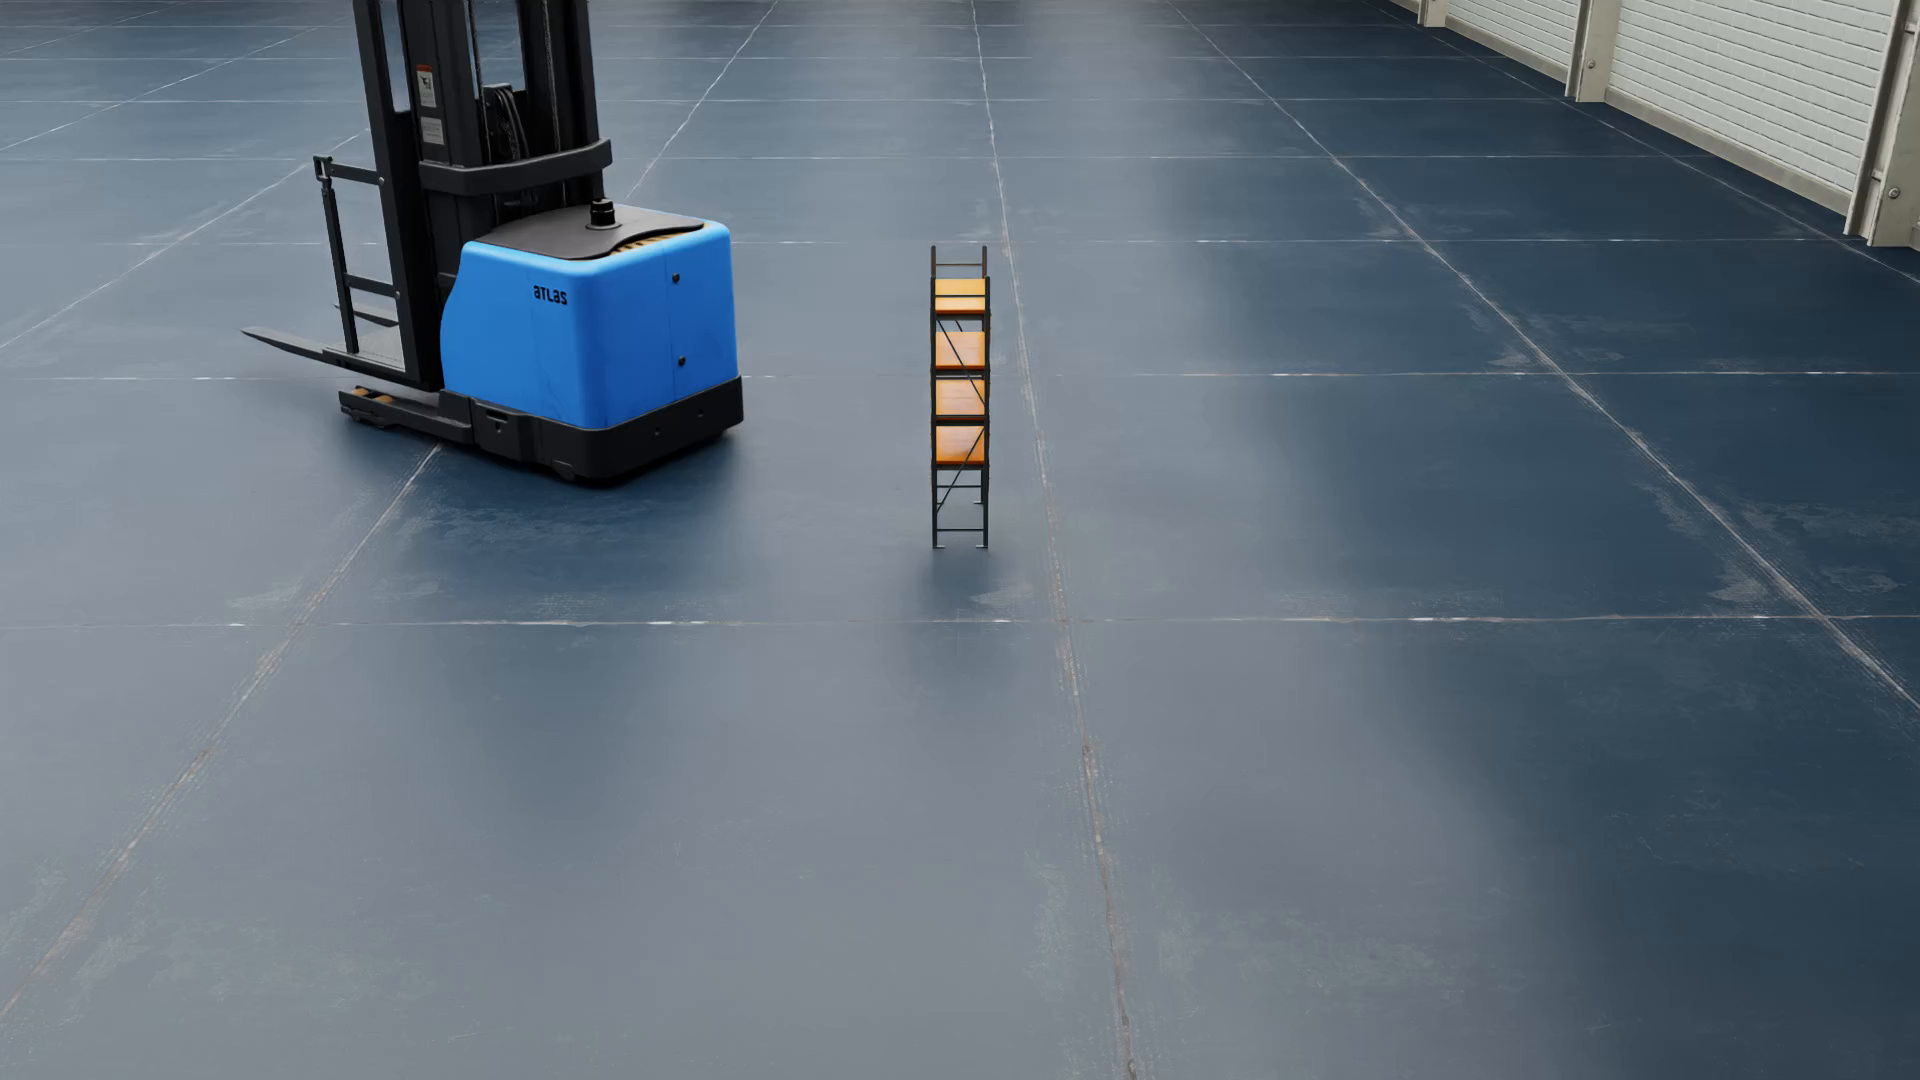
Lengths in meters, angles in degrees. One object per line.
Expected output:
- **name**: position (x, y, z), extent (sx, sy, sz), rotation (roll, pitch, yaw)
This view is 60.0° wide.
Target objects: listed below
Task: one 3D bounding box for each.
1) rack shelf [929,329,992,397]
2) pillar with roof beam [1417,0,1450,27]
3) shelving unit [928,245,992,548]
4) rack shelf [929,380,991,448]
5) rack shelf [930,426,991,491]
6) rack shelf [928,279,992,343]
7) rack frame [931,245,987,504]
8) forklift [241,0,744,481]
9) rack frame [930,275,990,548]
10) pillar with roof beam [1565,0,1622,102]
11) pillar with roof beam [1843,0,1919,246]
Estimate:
- **rack shelf**: position (-0.002, -0.757, 7.089), extent (0.258, 0.148, 0.480), rotation (0, 24, -1)
- **pillar with roof beam**: position (2.229, -11.209, 21.113), extent (9.100, 9.000, 0.400), rotation (0, 24, -1)
- **shelving unit**: position (-0.002, -0.615, 7.154), extent (0.258, 1.200, 0.503), rotation (0, 24, -1)
- **rack shelf**: position (-0.002, -0.554, 7.181), extent (0.258, 0.148, 0.480), rotation (0, 24, -1)
- **rack shelf**: position (-0.002, -0.373, 7.263), extent (0.258, 0.148, 0.480), rotation (0, 24, -1)
- **rack shelf**: position (-0.002, -0.973, 6.992), extent (0.258, 0.148, 0.480), rotation (0, 24, -1)
- **rack frame**: position (-0.004, -0.715, 7.376), extent (0.240, 1.200, 0.015), rotation (0, 24, -1)
- **forklift**: position (-2.597, -2.068, 8.266), extent (3.031, 2.935, 1.130), rotation (16, 29, 31)
- **rack frame**: position (0.001, -0.514, 6.931), extent (0.240, 1.200, 0.015), rotation (0, 24, -1)
- **pillar with roof beam**: position (2.294, -8.737, 15.647), extent (9.100, 9.000, 0.400), rotation (0, 24, -1)
- **pillar with roof beam**: position (2.360, -6.264, 10.180), extent (9.100, 9.000, 0.400), rotation (0, 24, -1)
